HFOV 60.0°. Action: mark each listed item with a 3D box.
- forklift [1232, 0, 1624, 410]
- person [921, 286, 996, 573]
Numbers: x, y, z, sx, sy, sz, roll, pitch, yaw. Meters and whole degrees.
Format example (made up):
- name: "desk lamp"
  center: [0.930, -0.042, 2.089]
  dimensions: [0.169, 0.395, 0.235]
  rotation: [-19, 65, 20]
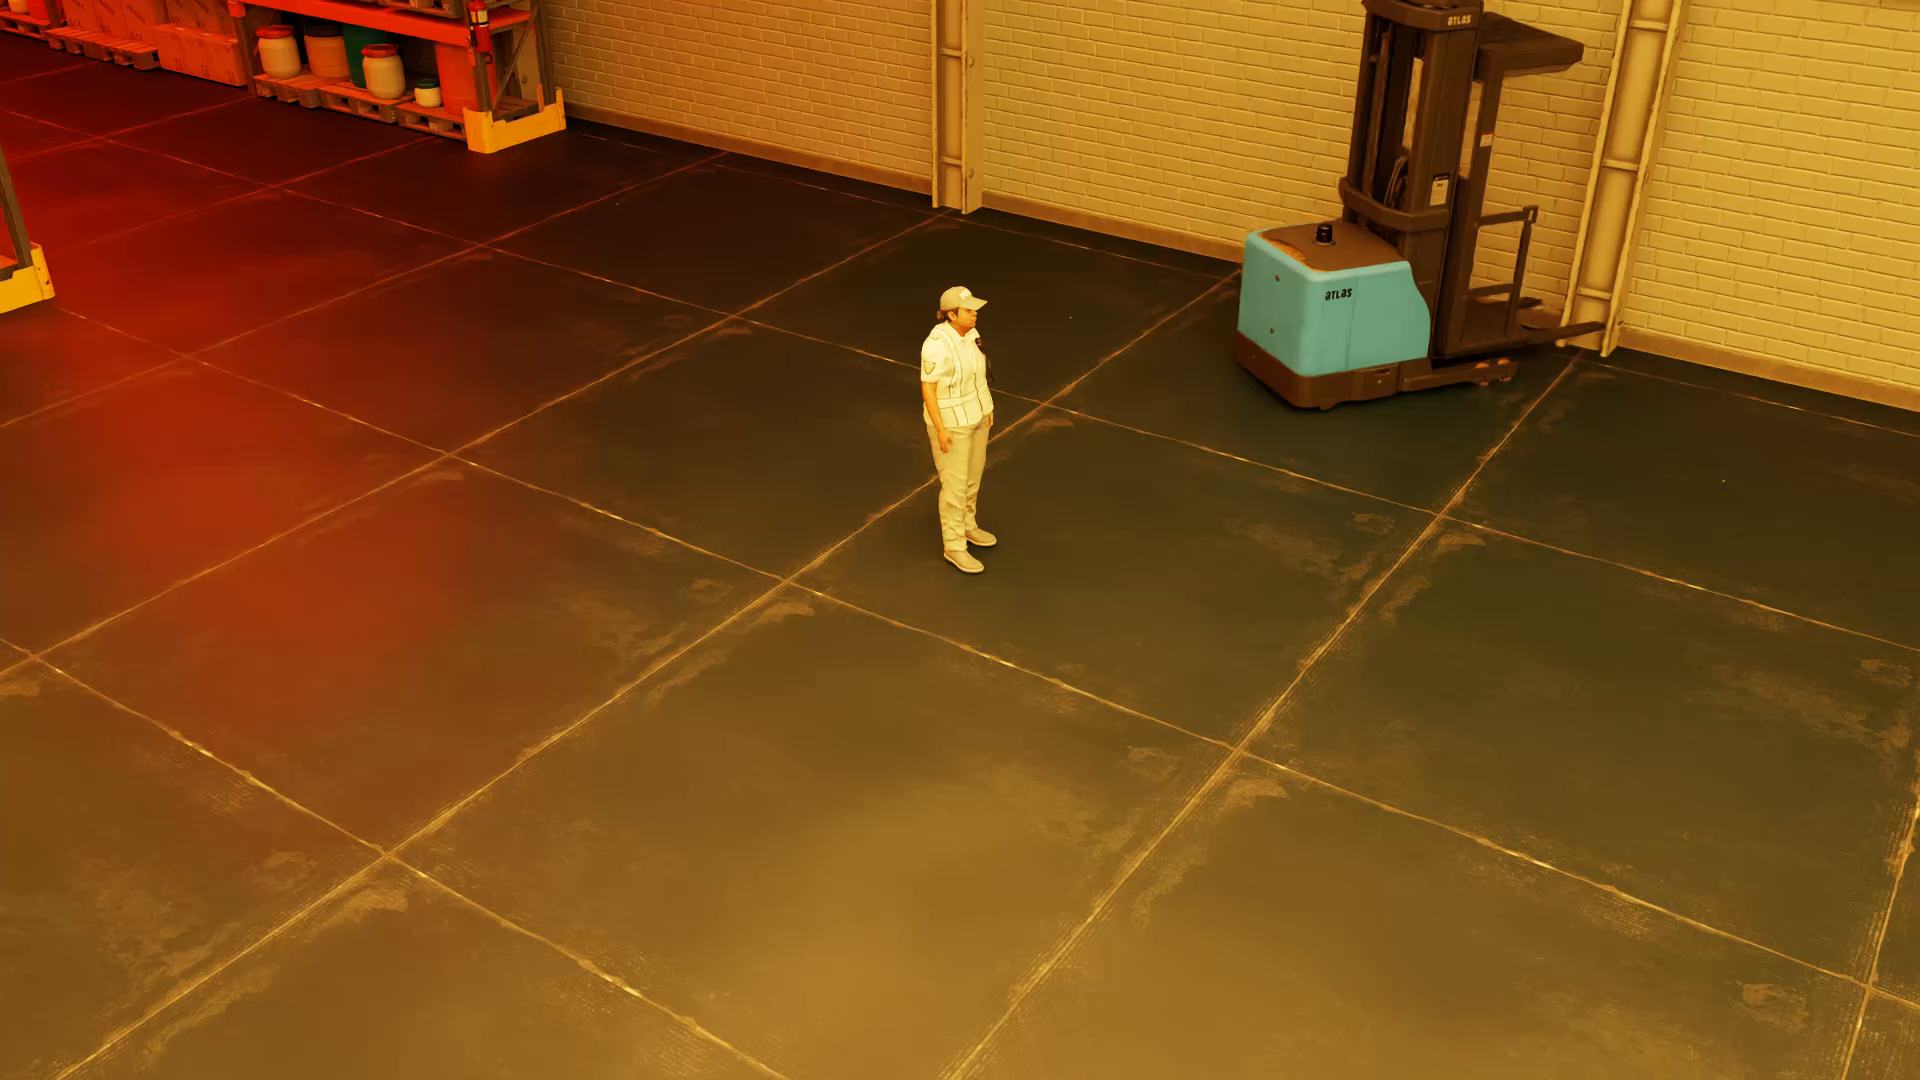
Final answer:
- name: "forklift"
  center: [3.663, -2.663, 12.168]
  dimensions: [3.031, 2.935, 1.130]
  rotation: [-11, 32, -18]
- name: "person"
  center: [0.052, -0.695, 10.024]
  dimensions: [0.527, 1.670, 0.598]
  rotation: [19, 35, 29]
